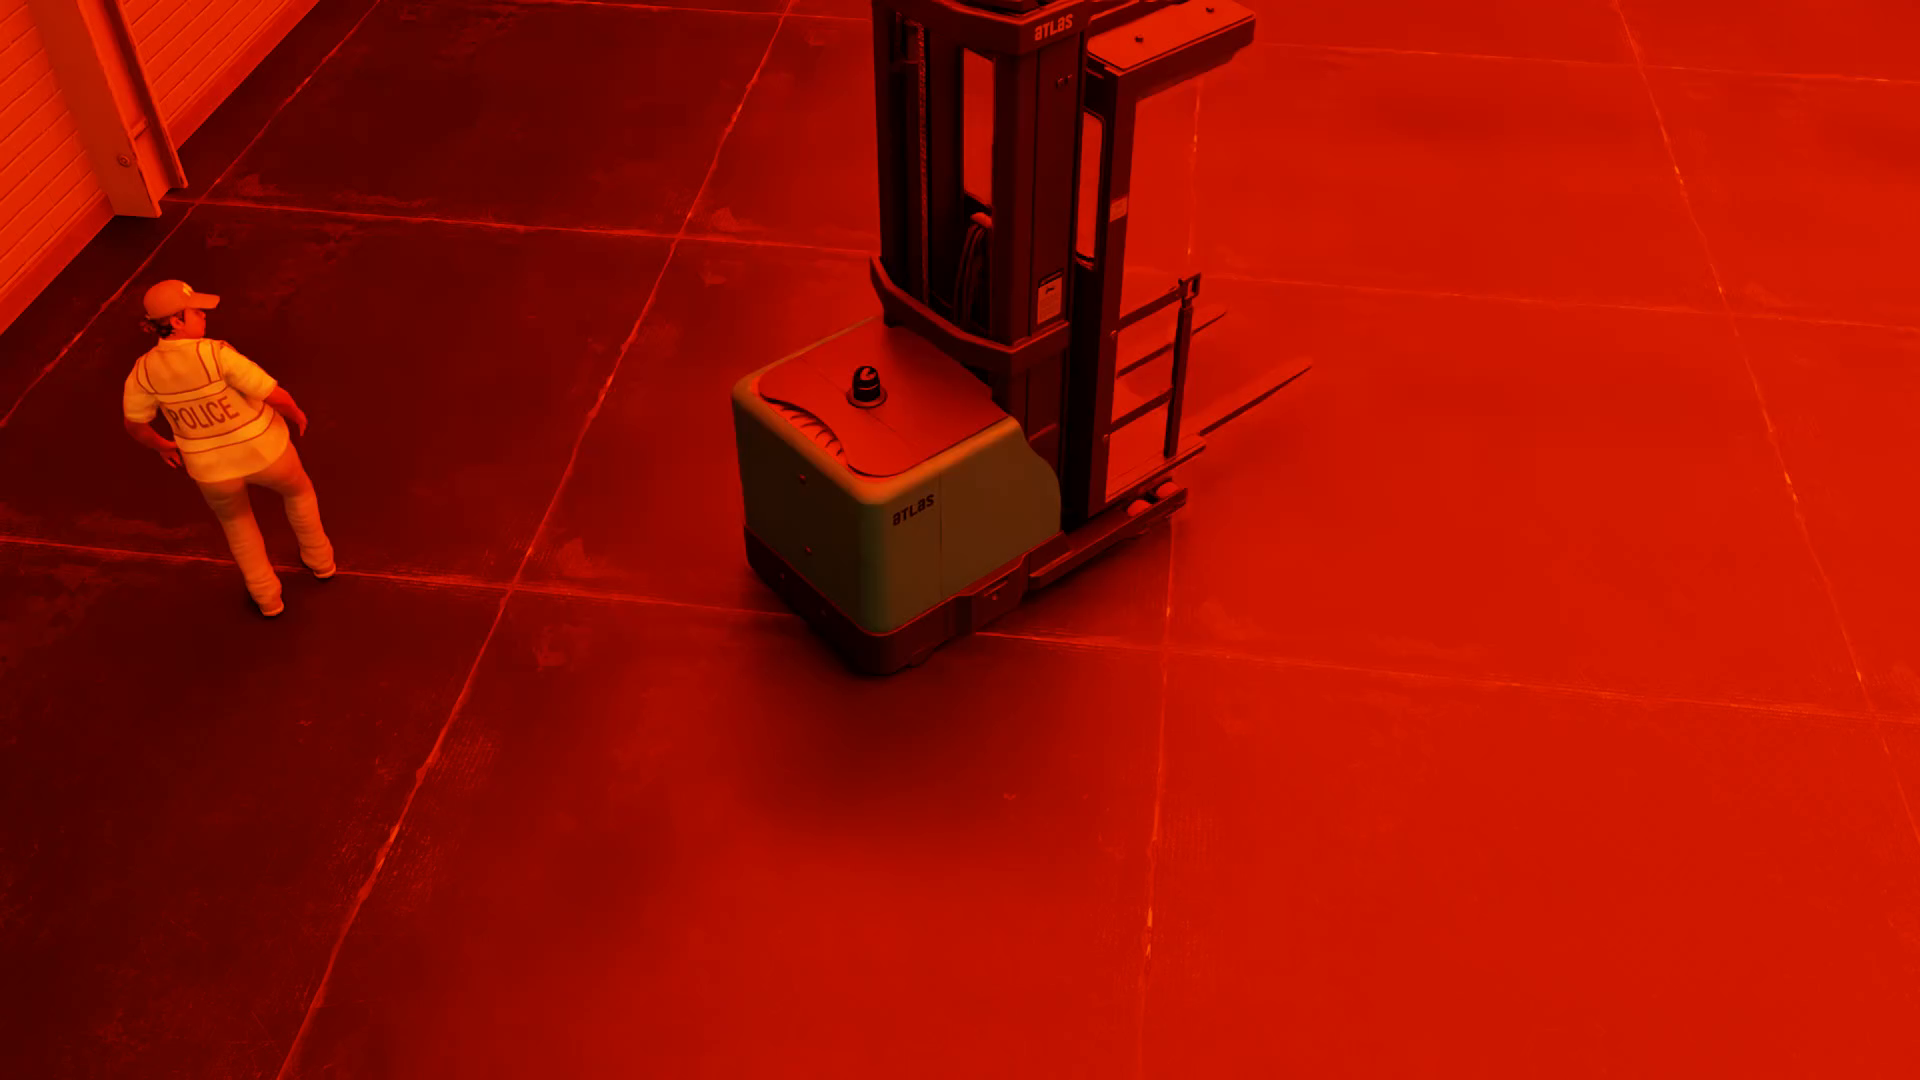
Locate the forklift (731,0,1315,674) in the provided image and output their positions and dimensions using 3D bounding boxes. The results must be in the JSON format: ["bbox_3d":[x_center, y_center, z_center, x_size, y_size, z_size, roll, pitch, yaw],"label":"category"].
[{"bbox_3d":[0.462,-1.351,7.195,3.031,2.935,1.130,-30,50,-28],"label":"forklift"}]

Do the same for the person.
[{"bbox_3d":[-3.130,-0.393,7.114,0.673,1.641,0.512,-12,44,-13],"label":"person"}]
